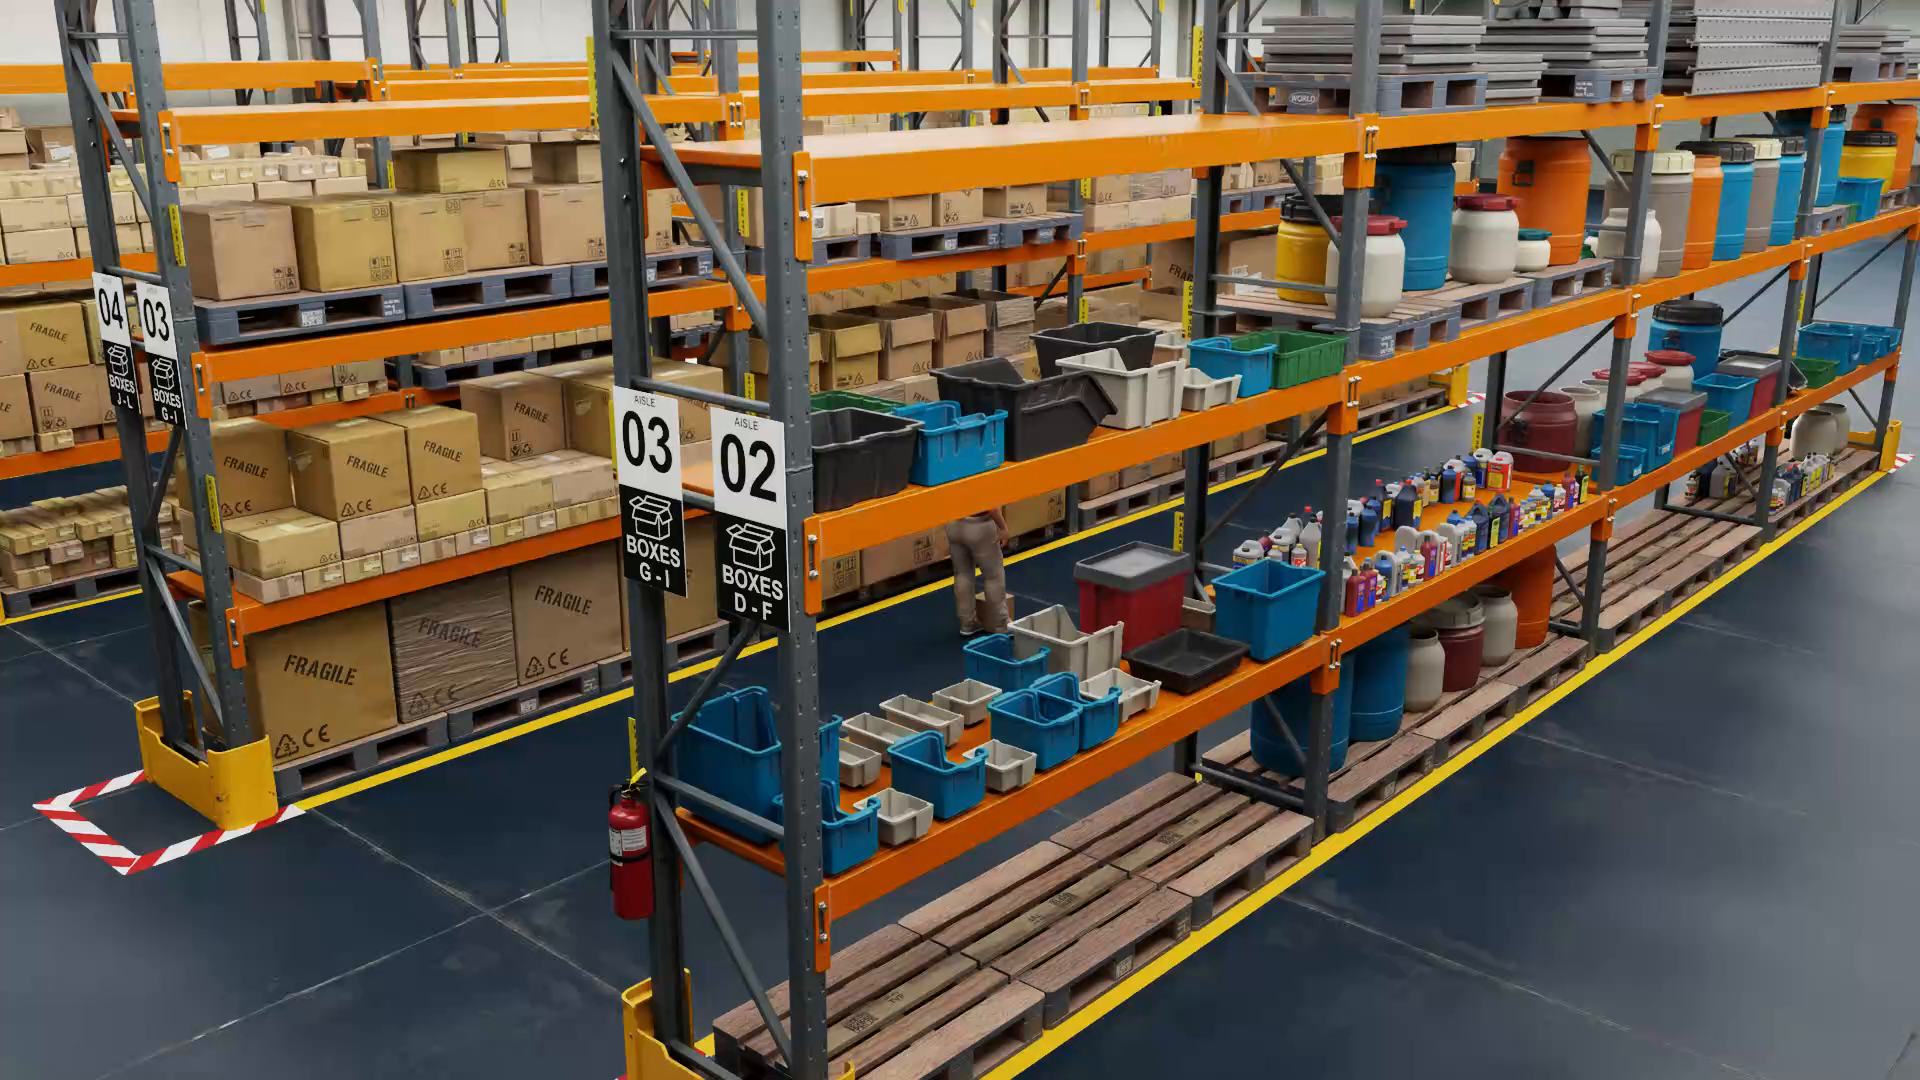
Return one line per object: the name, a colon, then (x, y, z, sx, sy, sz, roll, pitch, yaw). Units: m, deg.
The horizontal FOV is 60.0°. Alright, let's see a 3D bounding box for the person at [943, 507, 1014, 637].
person: (0.150, -0.099, 12.864, 0.641, 1.728, 0.550, 14, 21, 38)
